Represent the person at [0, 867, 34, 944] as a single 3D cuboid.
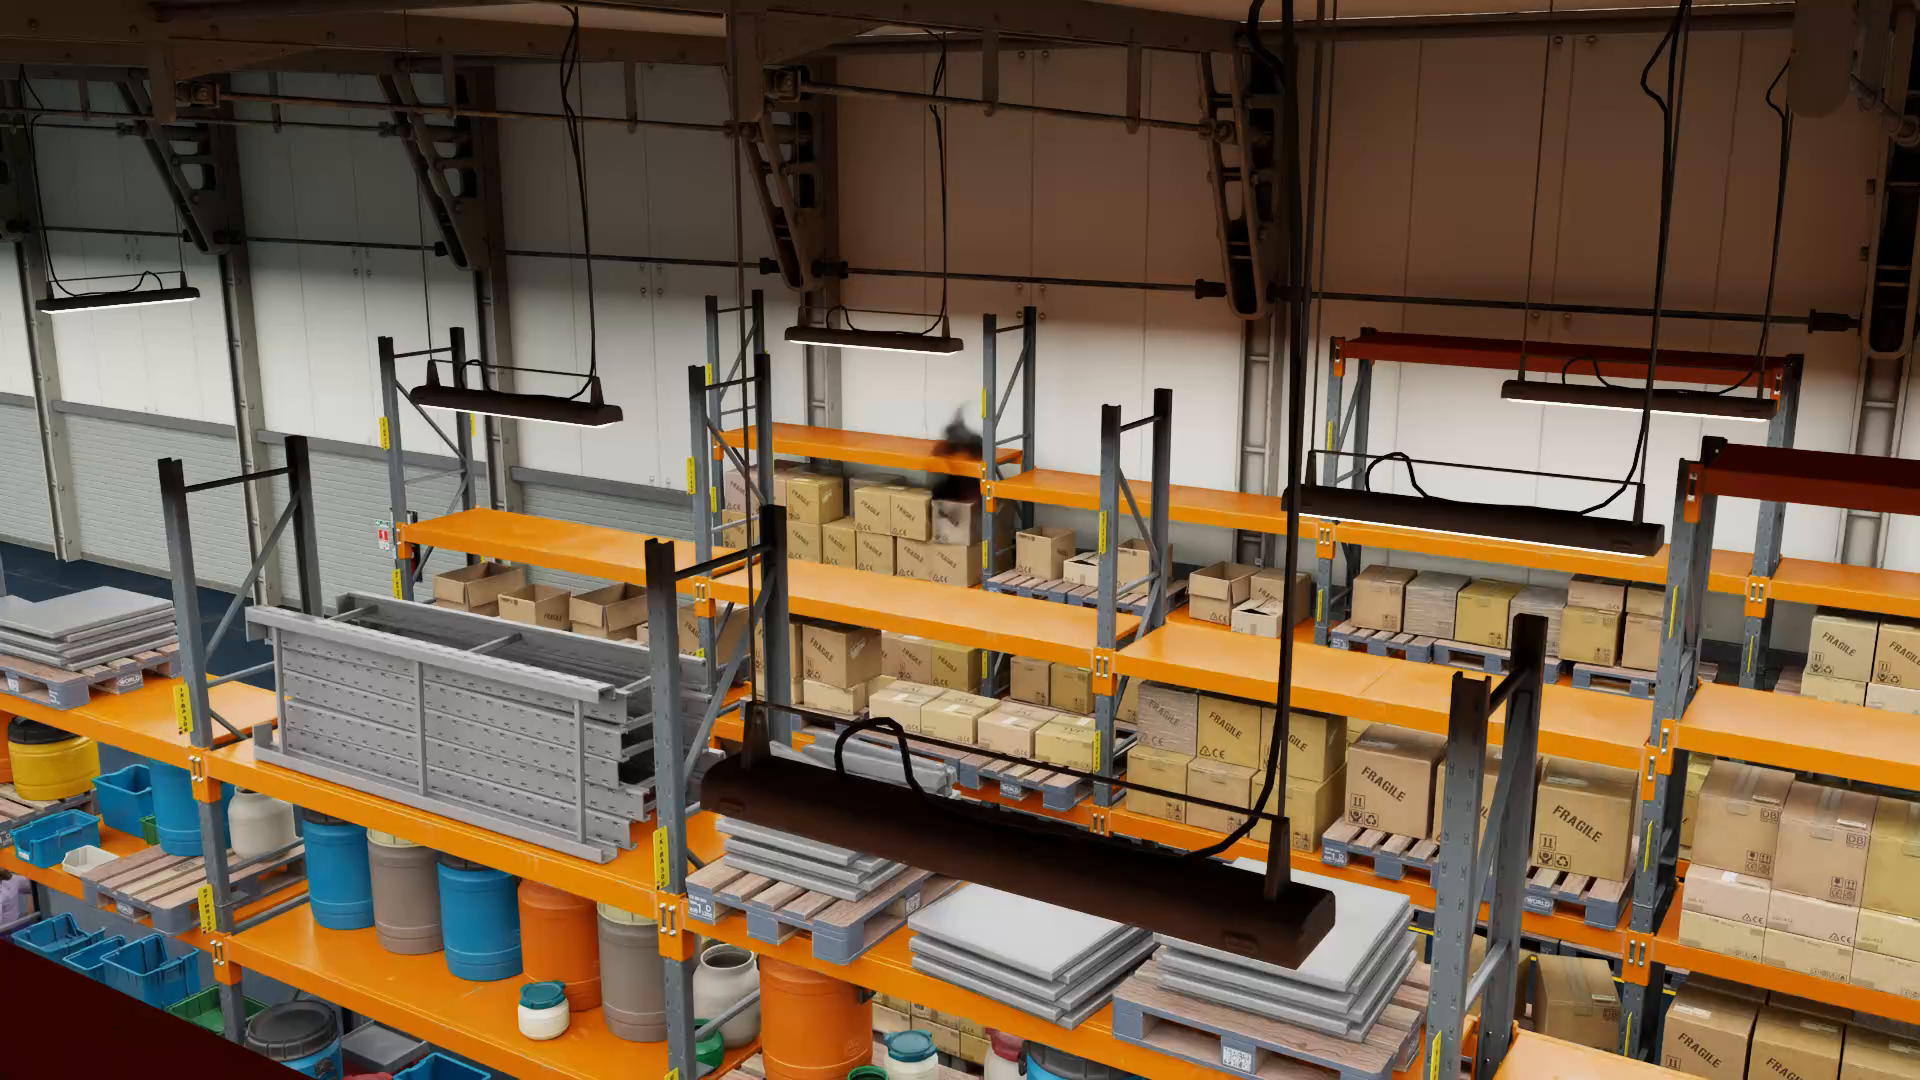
[{"bbox_3d":[-8.787,3.641,15.235,0.554,1.582,0.630,-2,14,-8],"label":"person"}]
